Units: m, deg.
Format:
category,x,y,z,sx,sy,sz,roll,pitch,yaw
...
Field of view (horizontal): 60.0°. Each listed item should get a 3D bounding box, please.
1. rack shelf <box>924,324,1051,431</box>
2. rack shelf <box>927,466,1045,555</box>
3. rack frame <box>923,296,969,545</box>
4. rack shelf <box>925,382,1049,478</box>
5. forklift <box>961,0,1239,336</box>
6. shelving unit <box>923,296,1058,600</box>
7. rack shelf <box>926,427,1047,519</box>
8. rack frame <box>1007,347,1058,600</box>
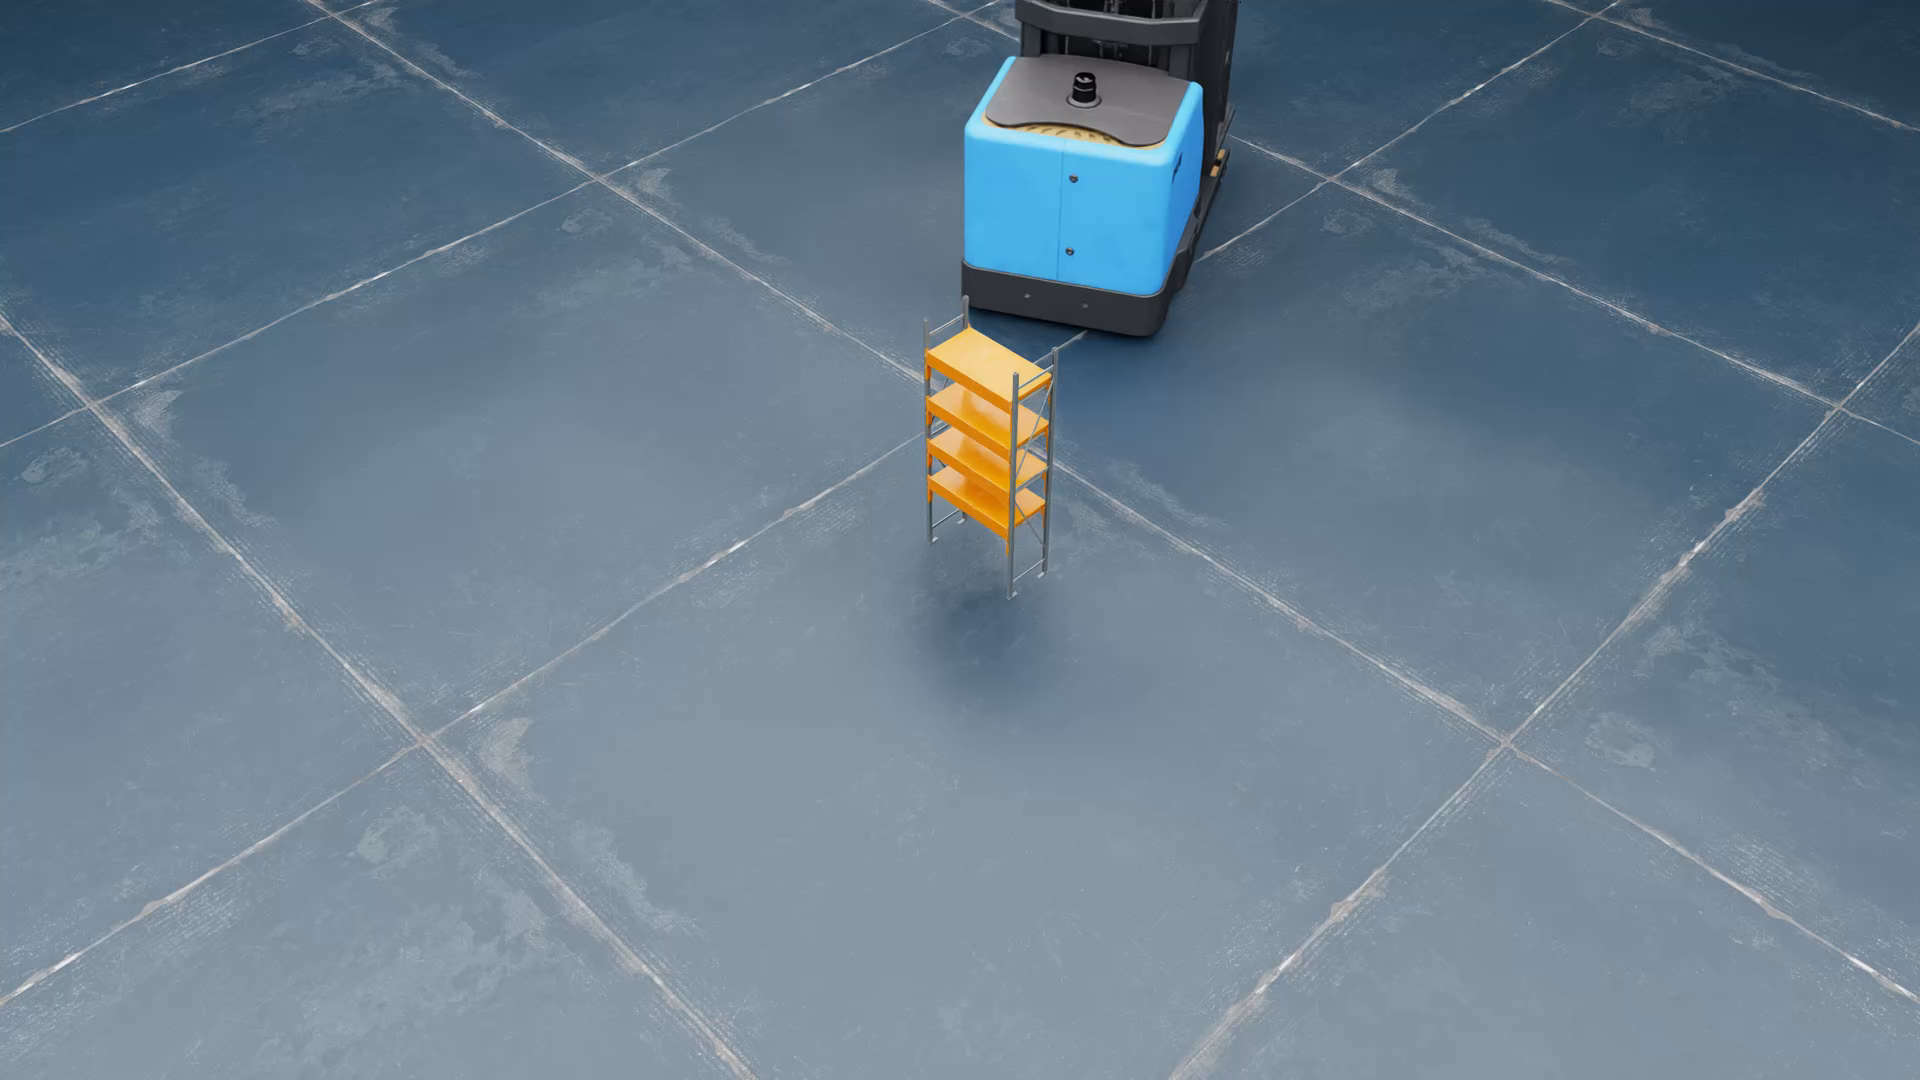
category,x,y,z,sx,sy,sz,roll,pitch,yaw
rack shelf,0.117,-0.650,6.607,0.258,0.148,0.480,-34,53,-31
rack shelf,0.117,-0.166,7.055,0.258,0.148,0.480,-34,53,-31
rack frame,-0.055,-0.478,7.001,0.240,1.200,0.015,-34,53,-31
rack shelf,0.117,-0.476,6.768,0.258,0.148,0.480,-34,53,-31
forklift,0.928,-3.117,8.581,1.130,2.935,3.031,12,44,13
shelving unit,0.117,-0.361,6.874,0.258,1.200,0.503,-34,53,-31
rack shelf,0.117,-0.312,6.920,0.258,0.148,0.480,-34,53,-31
rack frame,0.289,-0.244,6.747,0.240,1.200,0.015,-34,53,-31
